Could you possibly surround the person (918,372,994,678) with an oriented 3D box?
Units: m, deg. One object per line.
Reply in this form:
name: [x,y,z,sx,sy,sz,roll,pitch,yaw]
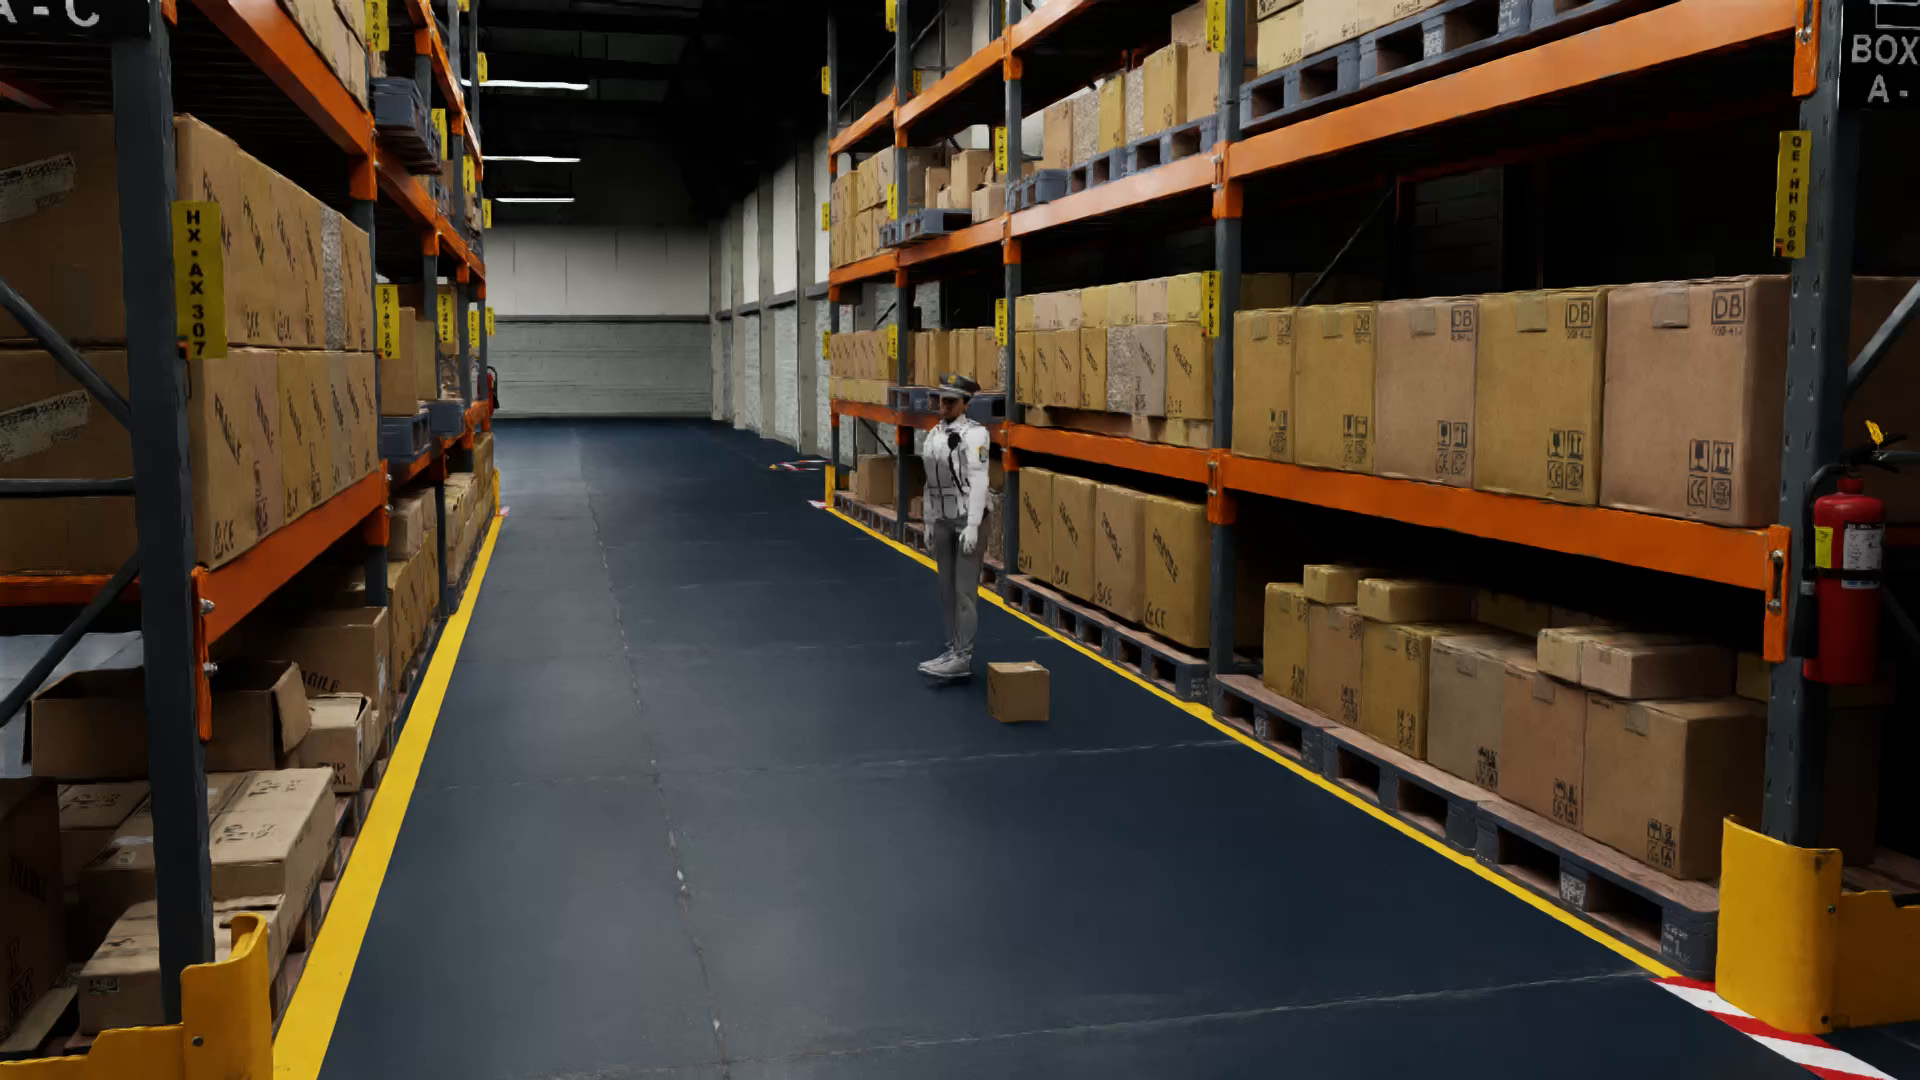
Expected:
person: [-0.080,-0.079,9.153,0.480,1.687,0.545,-5,8,-41]
